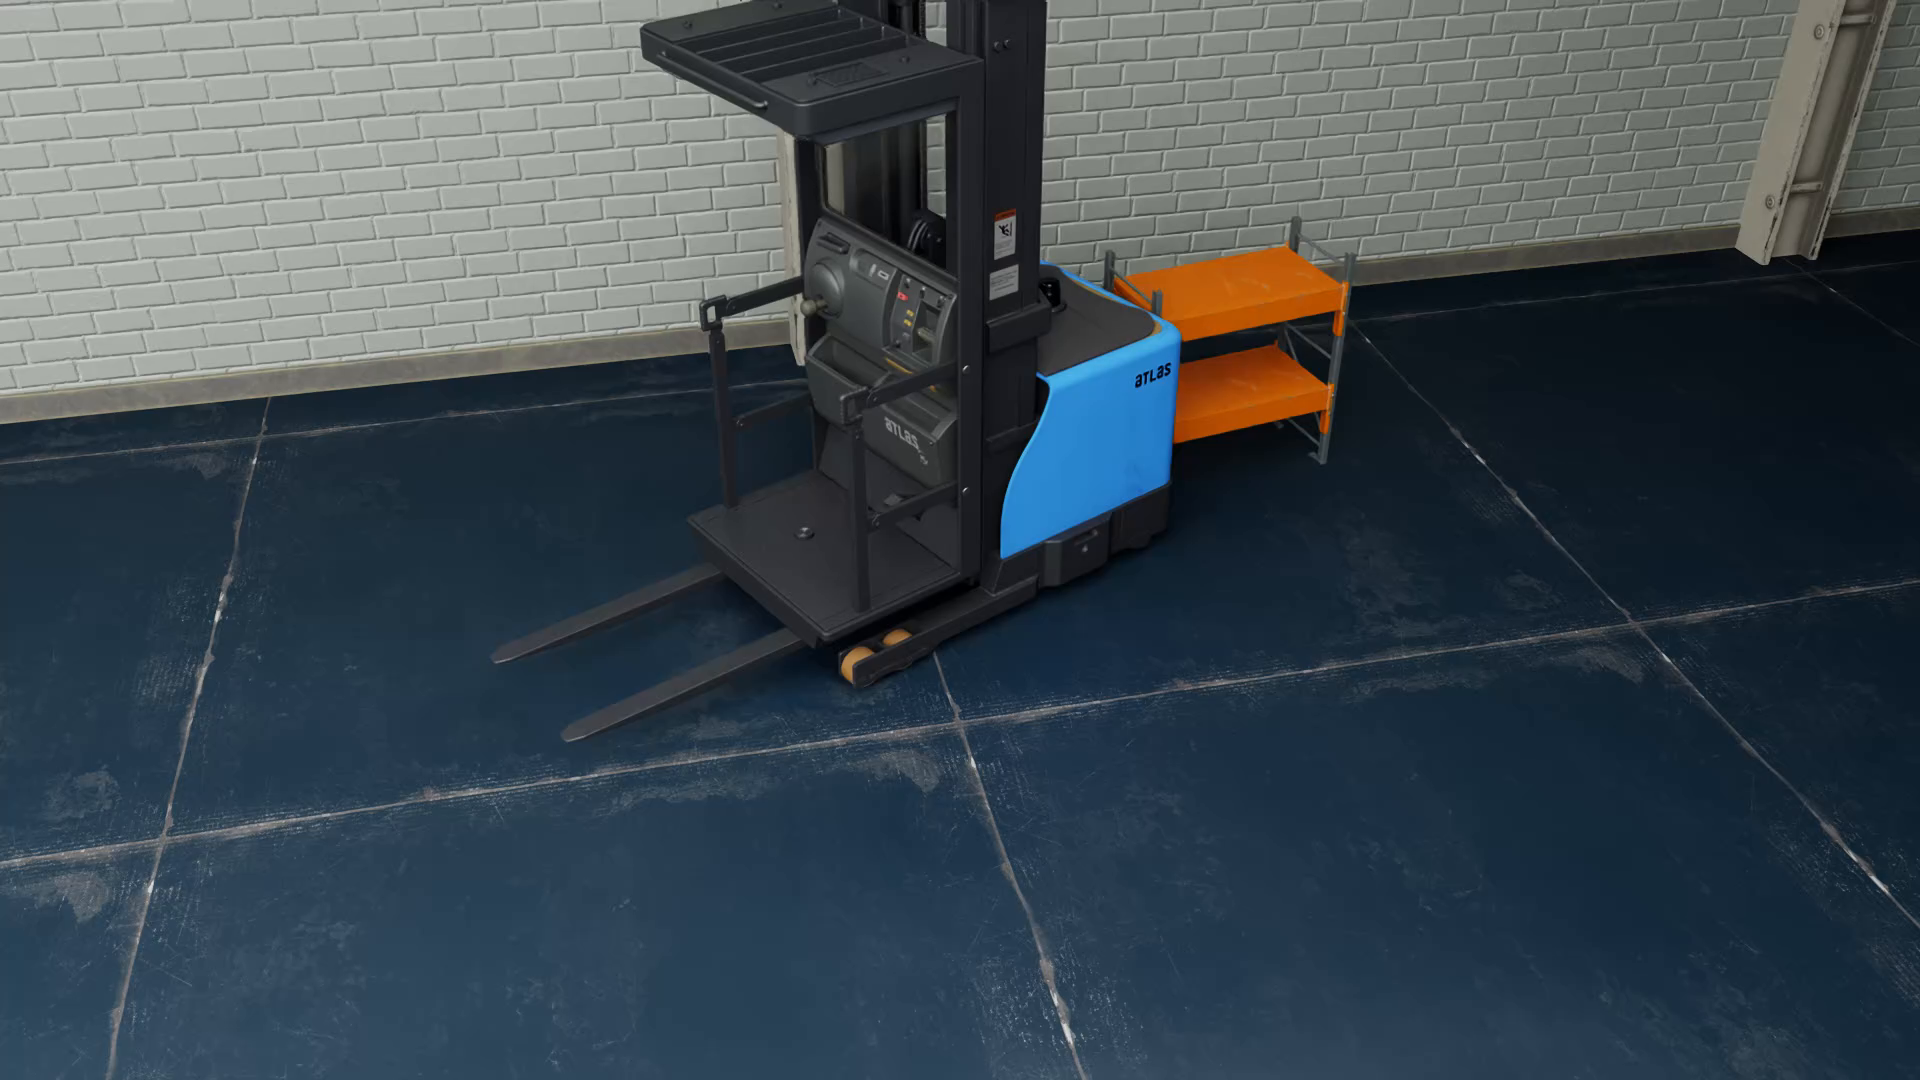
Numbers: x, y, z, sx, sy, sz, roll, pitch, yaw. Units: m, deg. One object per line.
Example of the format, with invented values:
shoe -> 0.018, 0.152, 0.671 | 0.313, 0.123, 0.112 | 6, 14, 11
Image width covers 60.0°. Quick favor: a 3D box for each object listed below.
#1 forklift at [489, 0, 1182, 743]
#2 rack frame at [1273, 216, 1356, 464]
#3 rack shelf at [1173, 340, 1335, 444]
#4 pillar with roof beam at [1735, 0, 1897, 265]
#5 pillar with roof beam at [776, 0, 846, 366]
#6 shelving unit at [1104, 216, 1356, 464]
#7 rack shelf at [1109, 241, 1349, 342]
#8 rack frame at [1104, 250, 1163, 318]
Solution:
forklift -> -0.492, -0.944, 6.526 | 3.031, 2.935, 1.130 | -24, 41, -31
rack frame -> 1.724, -0.977, 8.197 | 0.032, 1.125, 0.500 | -13, 36, -19
rack shelf -> 1.256, -0.663, 8.167 | 1.000, 0.278, 0.538 | -13, 36, -19
pillar with roof beam -> 6.065, -3.205, 4.451 | 0.400, 9.000, 9.100 | -7, 35, -11
pillar with roof beam -> 0.213, -2.468, 3.352 | 0.400, 9.000, 9.100 | -7, 35, -11
shelving unit -> 1.256, -0.866, 8.031 | 1.048, 1.125, 0.538 | -13, 36, -19
rack shelf -> 1.256, -1.109, 7.868 | 1.000, 0.278, 0.538 | -13, 36, -19
rack frame -> 0.789, -0.755, 7.865 | 0.032, 1.125, 0.500 | -13, 36, -19
